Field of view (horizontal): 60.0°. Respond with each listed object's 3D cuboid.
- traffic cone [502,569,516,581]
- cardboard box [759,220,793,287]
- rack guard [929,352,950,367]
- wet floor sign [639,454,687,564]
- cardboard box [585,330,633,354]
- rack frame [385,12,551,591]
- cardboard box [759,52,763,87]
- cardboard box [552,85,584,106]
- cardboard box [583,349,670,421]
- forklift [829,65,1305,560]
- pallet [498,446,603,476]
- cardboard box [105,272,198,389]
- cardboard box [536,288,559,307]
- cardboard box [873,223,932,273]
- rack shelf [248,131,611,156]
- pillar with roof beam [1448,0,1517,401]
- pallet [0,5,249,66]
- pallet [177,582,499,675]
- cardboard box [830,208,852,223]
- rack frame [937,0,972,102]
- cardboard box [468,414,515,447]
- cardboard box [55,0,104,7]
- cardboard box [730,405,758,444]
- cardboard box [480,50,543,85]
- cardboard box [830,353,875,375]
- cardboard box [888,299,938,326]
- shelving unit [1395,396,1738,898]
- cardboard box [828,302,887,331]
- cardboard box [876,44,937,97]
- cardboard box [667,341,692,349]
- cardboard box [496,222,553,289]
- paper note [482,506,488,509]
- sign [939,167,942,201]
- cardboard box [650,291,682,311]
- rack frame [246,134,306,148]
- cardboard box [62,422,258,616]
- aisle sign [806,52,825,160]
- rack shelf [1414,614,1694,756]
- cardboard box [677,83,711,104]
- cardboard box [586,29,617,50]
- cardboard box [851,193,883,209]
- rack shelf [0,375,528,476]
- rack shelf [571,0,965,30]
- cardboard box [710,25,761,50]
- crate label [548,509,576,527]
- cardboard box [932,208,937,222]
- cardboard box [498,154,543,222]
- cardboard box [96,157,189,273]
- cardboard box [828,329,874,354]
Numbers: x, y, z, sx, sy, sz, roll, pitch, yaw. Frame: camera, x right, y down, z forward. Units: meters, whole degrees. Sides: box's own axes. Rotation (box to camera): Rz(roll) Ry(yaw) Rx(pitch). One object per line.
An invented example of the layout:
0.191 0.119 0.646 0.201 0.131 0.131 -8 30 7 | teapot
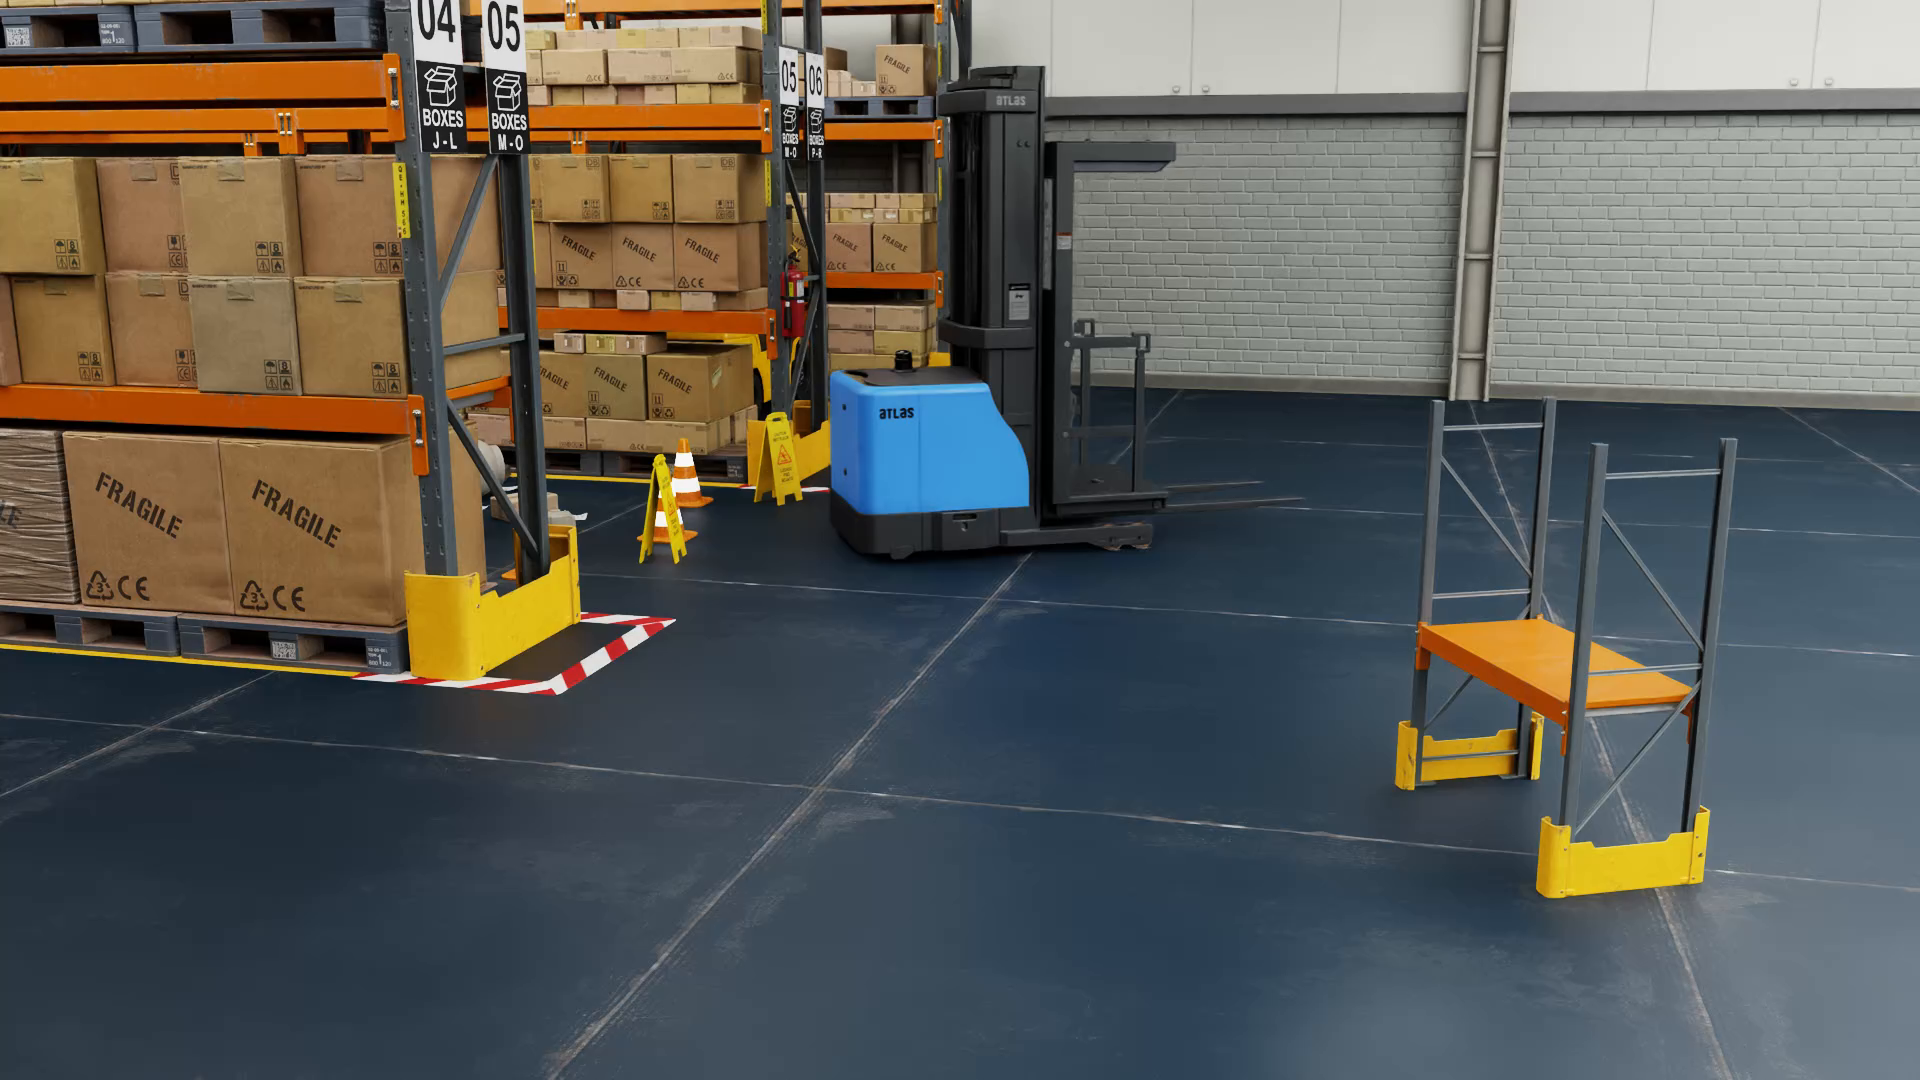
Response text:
-2.502 -0.023 9.768 0.334 0.463 0.336 3 13 14 | traffic cone
-1.632 -2.258 13.069 0.500 0.500 0.500 3 13 13 | cardboard box
-0.030 -1.804 17.709 0.348 0.500 1.175 3 13 14 | rack guard
-1.824 -0.201 10.148 0.232 0.644 0.267 1 13 4 | wet floor sign
-2.695 -1.532 12.863 0.250 0.149 0.380 3 13 14 | cardboard box
-2.327 -0.935 8.023 0.127 3.000 1.000 3 13 14 | rack frame
-1.663 -3.600 12.768 0.500 0.250 0.500 3 13 13 | cardboard box
-2.889 -3.355 12.585 0.250 0.149 0.380 3 13 12 | cardboard box
-2.586 -1.223 12.969 0.500 0.500 0.500 4 13 16 | cardboard box
0.723 -1.468 10.583 3.031 2.935 1.130 -3 13 -15 | forklift
-3.274 -0.737 13.569 1.213 0.211 1.003 3 13 14 | pallet
-3.750 -1.097 8.409 0.550 0.550 0.875 3 13 14 | cardboard box
-3.132 -1.916 13.026 0.250 0.149 0.380 3 13 14 | cardboard box
-0.594 -3.044 17.299 0.500 0.500 0.500 3 13 12 | cardboard box
-5.878 -4.450 18.600 4.000 0.370 1.077 3 13 14 | rack shelf
4.281 -4.963 12.327 0.400 9.000 9.100 3 13 14 | pillar with roof beam
-4.237 -2.455 8.155 1.213 0.211 1.003 3 13 14 | pallet
-3.122 0.401 8.438 1.213 0.211 1.003 3 13 14 | pallet
-1.187 -3.398 17.397 0.250 0.149 0.380 3 13 13 | cardboard box
-0.053 -5.954 16.794 0.127 3.000 1.000 3 13 14 | rack frame
-3.577 -0.912 13.297 0.500 0.250 0.500 3 13 13 | cardboard box
-3.964 -2.543 7.723 0.250 0.149 0.380 3 13 14 | cardboard box
-1.956 -0.944 13.442 0.500 0.250 0.500 3 13 13 | cardboard box
-3.284 -3.566 12.613 0.500 0.250 0.500 3 13 14 | cardboard box
-1.065 -1.874 17.632 0.500 0.250 0.500 3 13 14 | cardboard box
-0.474 -2.441 17.880 0.500 0.250 0.500 3 13 13 | cardboard box
2.090 0.314 5.855 0.587 1.500 1.083 -3 13 -12 | shelving unit
-1.072 -2.360 17.514 0.500 0.250 0.500 3 13 15 | cardboard box
-0.541 -4.764 16.924 0.500 0.500 0.500 3 13 15 | cardboard box
-2.487 -1.337 13.483 0.500 0.500 0.500 3 13 11 | cardboard box
-3.289 -2.229 12.939 0.500 0.500 0.500 3 13 14 | cardboard box
-3.422 -0.232 11.736 0.142 0.019 0.148 8 15 33 | paper note
-0.197 -3.593 16.782 0.005 0.325 0.100 3 13 14 | sign
-2.169 -1.841 12.685 0.250 0.149 0.380 3 13 13 | cardboard box
-7.820 -3.440 19.315 0.127 3.000 1.000 3 13 14 | rack frame
-3.856 -0.169 8.507 0.875 0.875 0.875 3 13 13 | cardboard box
-1.104 -3.312 12.736 0.004 0.787 0.394 3 13 14 | aisle sign
2.092 0.492 5.886 0.538 0.185 1.000 -3 13 -12 | rack shelf
-1.901 -3.289 12.286 0.250 0.149 0.380 3 13 14 | cardboard box
-2.601 -3.737 12.465 0.250 0.149 0.380 3 13 14 | cardboard box
-0.959 -3.524 17.278 0.250 0.149 0.380 3 13 15 | cardboard box
-4.268 -0.688 8.569 4.000 0.370 1.077 3 13 14 | rack shelf
-1.995 -5.511 17.383 4.000 0.370 1.077 3 13 14 | rack shelf
-1.638 -3.668 12.154 0.250 0.149 0.380 3 13 14 | cardboard box
-2.679 -0.111 10.920 0.298 0.136 0.250 -4 13 -16 | crate label
-0.320 -3.463 17.688 0.250 0.149 0.380 3 13 12 | cardboard box
-3.247 -2.732 12.895 0.500 0.500 0.700 3 13 13 | cardboard box
-3.745 -1.630 8.314 0.550 0.550 0.875 3 13 14 | cardboard box
-1.085 -2.120 17.587 0.500 0.250 0.500 3 13 13 | cardboard box
